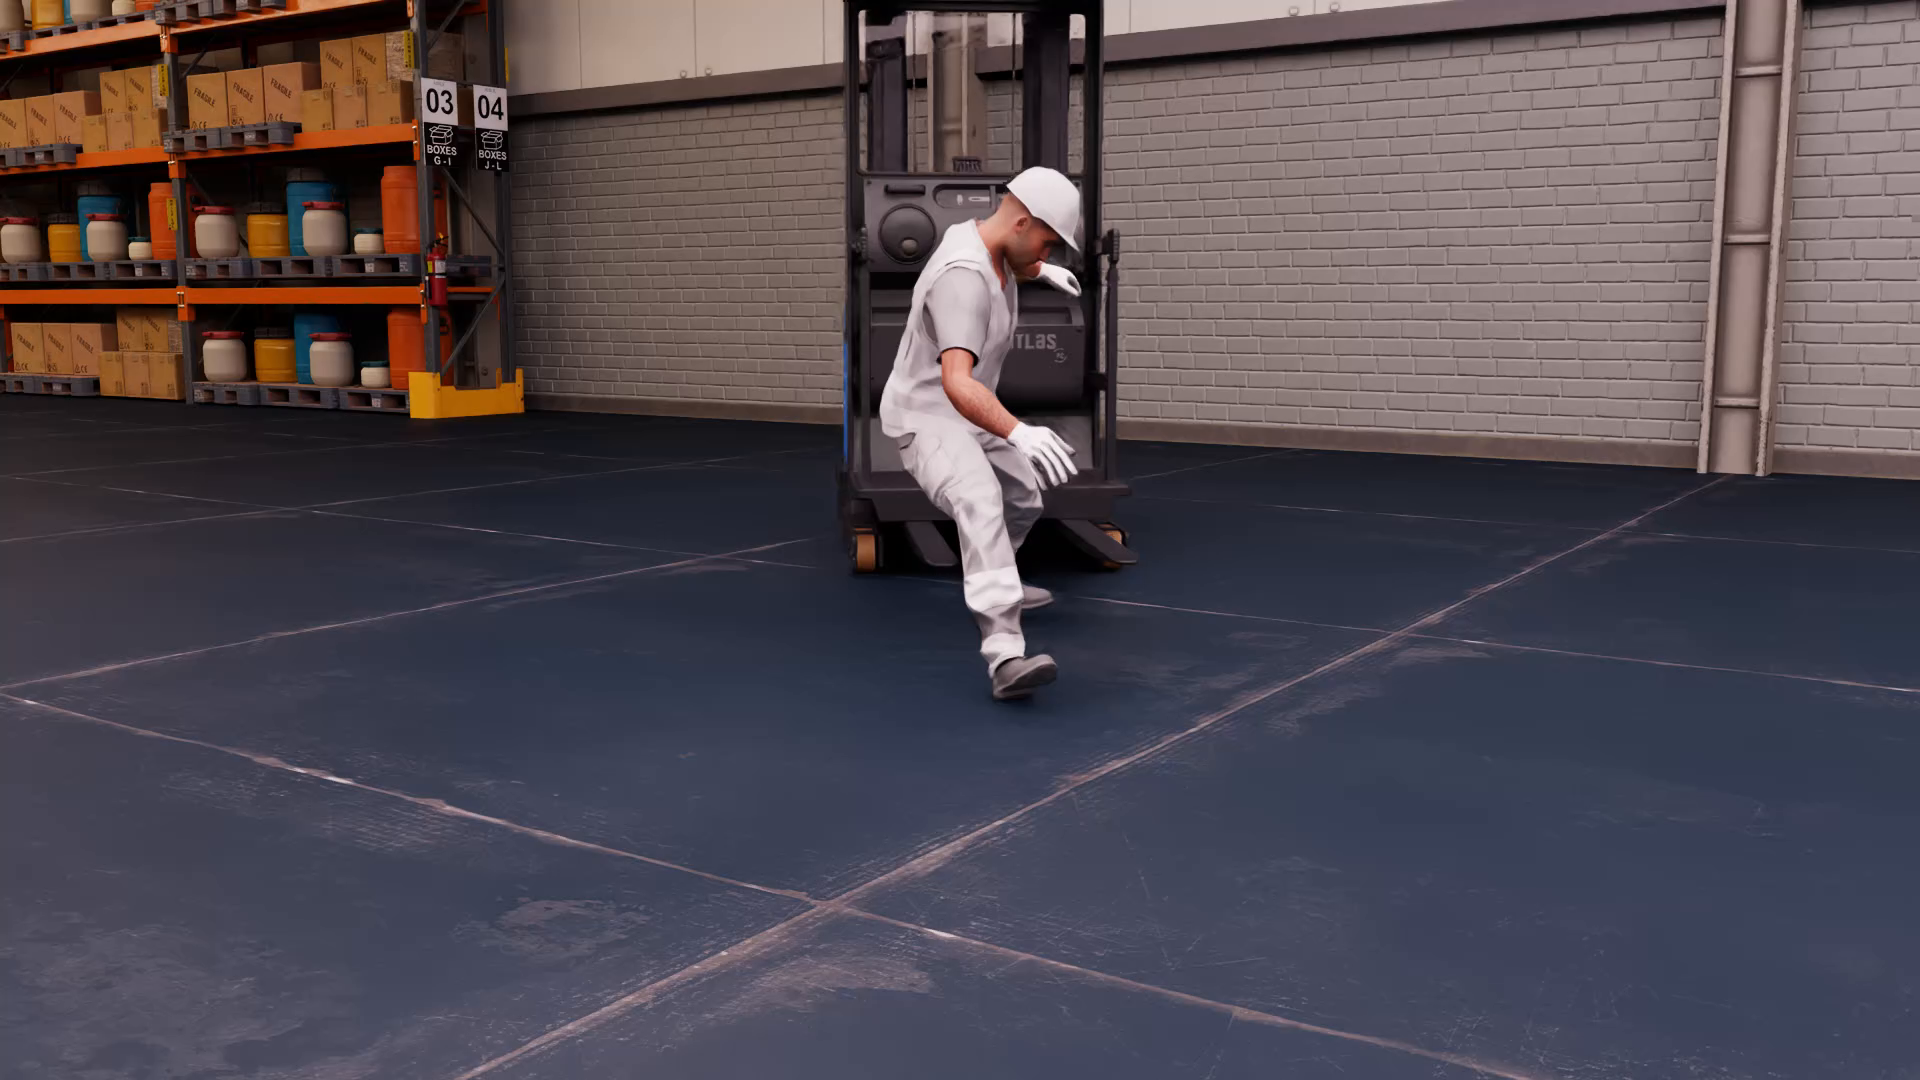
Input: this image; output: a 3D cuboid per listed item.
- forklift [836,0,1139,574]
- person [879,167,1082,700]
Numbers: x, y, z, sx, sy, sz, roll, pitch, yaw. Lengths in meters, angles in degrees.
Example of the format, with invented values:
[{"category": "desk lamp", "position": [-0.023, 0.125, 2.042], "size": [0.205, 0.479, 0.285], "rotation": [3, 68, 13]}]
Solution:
[{"category": "forklift", "position": [0.086, -1.364, 6.788], "size": [1.130, 2.935, 3.031], "rotation": [-1, 8, -6]}, {"category": "person", "position": [0.156, -0.350, 4.972], "size": [0.769, 1.469, 1.311], "rotation": [3, 9, 23]}]
